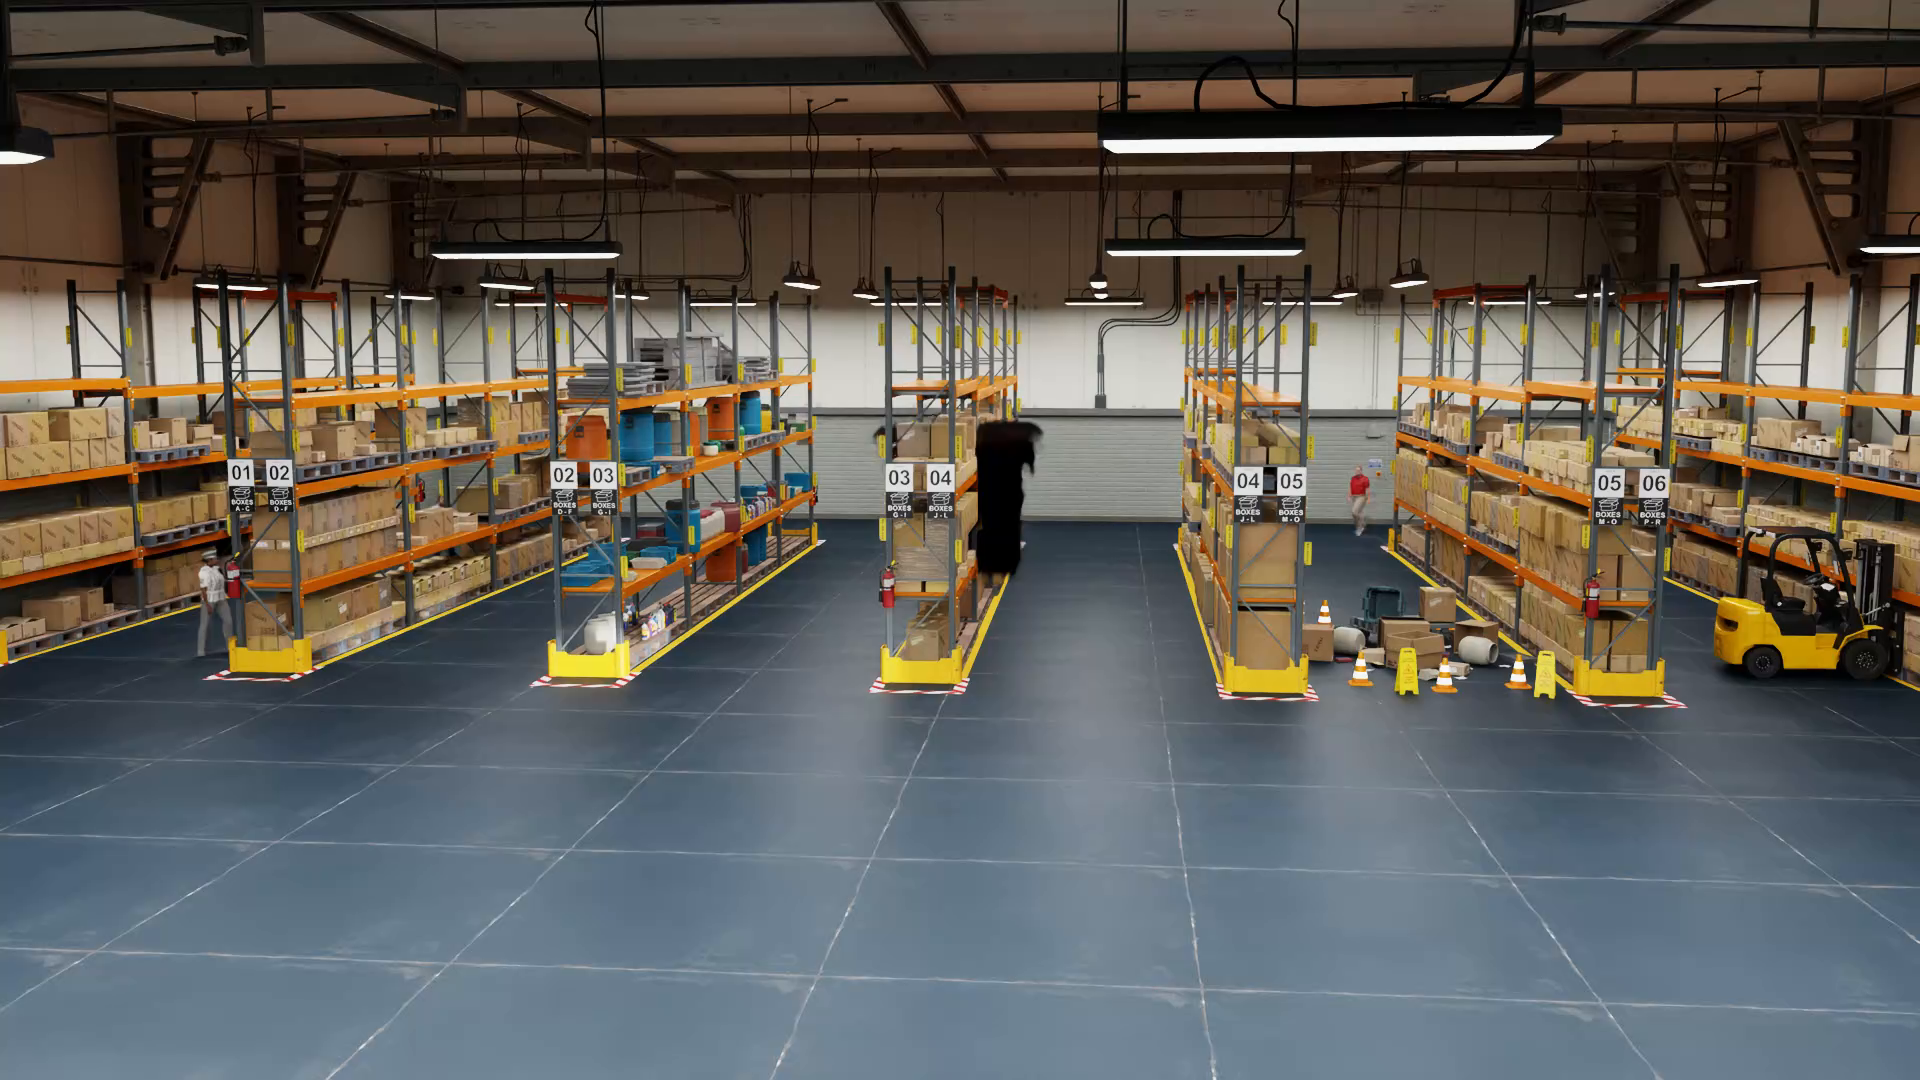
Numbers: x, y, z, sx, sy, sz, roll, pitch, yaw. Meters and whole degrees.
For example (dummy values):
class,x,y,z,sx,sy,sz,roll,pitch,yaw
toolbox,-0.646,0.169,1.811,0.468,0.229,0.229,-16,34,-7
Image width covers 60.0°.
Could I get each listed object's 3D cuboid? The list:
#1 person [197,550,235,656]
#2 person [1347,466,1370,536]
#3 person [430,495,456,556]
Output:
class,x,y,z,sx,sy,sz,roll,pitch,yaw
person,-11.776,1.001,26.297,0.534,1.708,0.620,4,8,28
person,10.146,-0.995,42.393,0.542,1.777,0.527,-3,7,-20
person,-11.236,-0.182,35.868,0.641,1.599,1.028,1,7,6
